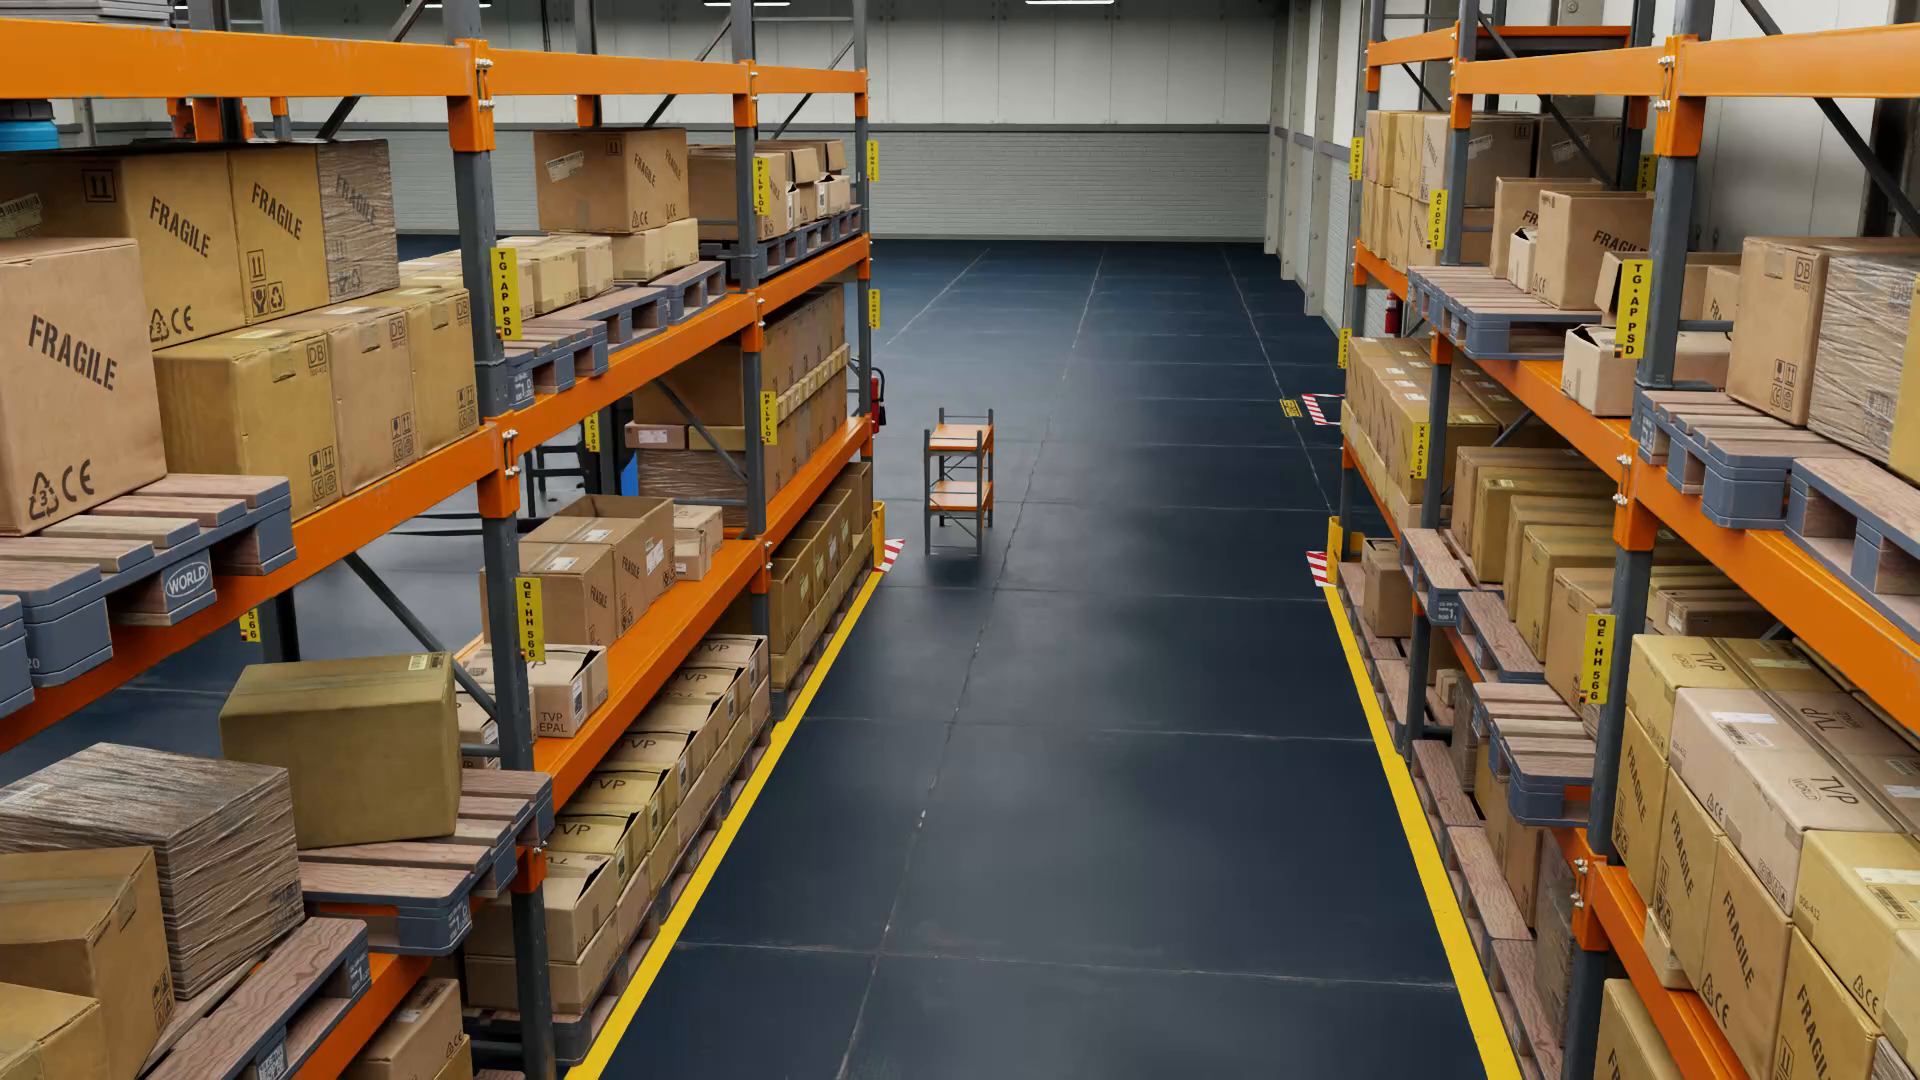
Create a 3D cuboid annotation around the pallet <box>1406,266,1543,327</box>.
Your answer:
[{"bbox_3d":[3.044,-1.286,8.785,1.213,0.211,1.003,2,15,6],"label":"pallet"}]

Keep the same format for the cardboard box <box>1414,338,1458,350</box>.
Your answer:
[{"bbox_3d":[3.828,-1.294,13.013,0.500,0.500,0.500,2,15,6],"label":"cardboard box"}]

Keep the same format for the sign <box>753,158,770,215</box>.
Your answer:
[{"bbox_3d":[-1.163,-2.067,9.718,0.100,0.325,0.005,2,15,6],"label":"sign"}]

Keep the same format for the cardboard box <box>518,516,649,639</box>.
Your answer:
[{"bbox_3d":[-1.922,0.186,8.535,0.500,0.500,0.500,2,15,6],"label":"cardboard box"}]

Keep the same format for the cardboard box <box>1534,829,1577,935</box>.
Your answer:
[{"bbox_3d":[2.971,1.628,7.342,0.700,0.500,0.500,2,15,6],"label":"cardboard box"}]

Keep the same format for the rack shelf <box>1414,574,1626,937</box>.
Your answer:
[{"bbox_3d":[2.993,0.780,7.908,1.077,0.370,4.000,2,15,6],"label":"rack shelf"}]

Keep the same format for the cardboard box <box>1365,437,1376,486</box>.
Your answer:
[{"bbox_3d":[3.133,-0.545,11.680,0.500,0.250,0.500,2,15,7],"label":"cardboard box"}]

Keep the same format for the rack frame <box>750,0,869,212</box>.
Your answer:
[{"bbox_3d":[-1.252,-4.164,13.322,1.000,3.000,0.127,2,15,6],"label":"rack frame"}]

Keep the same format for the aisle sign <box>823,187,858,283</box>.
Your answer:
[{"bbox_3d":[-0.953,-2.531,13.797,0.394,0.787,0.004,2,15,6],"label":"aisle sign"}]

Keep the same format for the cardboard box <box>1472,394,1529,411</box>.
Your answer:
[{"bbox_3d":[3.542,-0.635,10.575,0.500,0.500,0.500,2,15,6],"label":"cardboard box"}]

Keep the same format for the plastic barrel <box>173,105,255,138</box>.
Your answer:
[{"bbox_3d":[-6.102,-3.143,13.666,0.600,0.830,0.708,2,15,6],"label":"plastic barrel"}]

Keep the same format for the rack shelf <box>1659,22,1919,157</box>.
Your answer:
[{"bbox_3d":[2.542,-0.885,3.340,1.077,0.370,4.000,2,15,6],"label":"rack shelf"}]

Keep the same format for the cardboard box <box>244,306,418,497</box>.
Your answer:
[{"bbox_3d":[-2.228,-0.443,5.116,0.910,0.500,0.500,2,15,6],"label":"cardboard box"}]

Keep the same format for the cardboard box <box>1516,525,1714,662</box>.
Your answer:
[{"bbox_3d":[2.929,0.245,7.475,0.700,0.500,0.500,2,15,6],"label":"cardboard box"}]

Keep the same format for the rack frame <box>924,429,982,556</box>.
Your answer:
[{"bbox_3d":[-0.058,-0.409,14.521,0.500,1.125,0.032,2,15,6],"label":"rack frame"}]

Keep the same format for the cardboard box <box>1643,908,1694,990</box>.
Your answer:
[{"bbox_3d":[2.349,1.273,5.149,0.380,0.149,0.250,2,15,8],"label":"cardboard box"}]

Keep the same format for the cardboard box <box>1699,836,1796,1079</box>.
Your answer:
[{"bbox_3d":[2.333,1.133,4.426,0.500,0.500,0.500,2,15,6],"label":"cardboard box"}]

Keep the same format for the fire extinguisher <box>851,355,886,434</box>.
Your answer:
[{"bbox_3d":[-0.777,-1.248,14.178,0.296,0.674,0.183,2,15,6],"label":"fire extinguisher"}]

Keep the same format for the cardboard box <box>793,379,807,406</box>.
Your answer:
[{"bbox_3d":[-1.309,-1.058,11.893,0.380,0.149,0.250,2,15,6],"label":"cardboard box"}]

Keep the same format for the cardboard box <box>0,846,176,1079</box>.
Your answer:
[{"bbox_3d":[-2.468,1.133,4.228,0.700,0.500,0.500,-2,15,-8],"label":"cardboard box"}]

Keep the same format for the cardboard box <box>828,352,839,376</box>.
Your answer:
[{"bbox_3d":[-1.163,-1.390,13.124,0.380,0.149,0.250,1,15,5],"label":"cardboard box"}]

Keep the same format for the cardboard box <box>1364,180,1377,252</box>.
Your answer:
[{"bbox_3d":[3.288,-2.411,12.357,0.500,0.500,0.500,3,15,10],"label":"cardboard box"}]

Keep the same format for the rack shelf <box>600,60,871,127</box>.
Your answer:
[{"bbox_3d":[-1.478,-3.105,11.550,1.077,0.370,4.000,2,15,6],"label":"rack shelf"}]

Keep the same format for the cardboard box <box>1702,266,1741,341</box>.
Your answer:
[{"bbox_3d":[3.077,-0.734,6.154,0.500,0.500,0.500,2,15,6],"label":"cardboard box"}]

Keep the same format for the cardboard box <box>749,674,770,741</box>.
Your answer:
[{"bbox_3d":[-1.462,1.010,10.143,0.500,0.250,0.500,2,15,6],"label":"cardboard box"}]

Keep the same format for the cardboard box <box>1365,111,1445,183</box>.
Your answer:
[{"bbox_3d":[3.279,-2.890,12.213,0.500,0.500,0.500,2,15,6],"label":"cardboard box"}]

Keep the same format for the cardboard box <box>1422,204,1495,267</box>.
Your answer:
[{"bbox_3d":[3.031,-1.731,9.839,0.500,0.500,0.500,2,15,8],"label":"cardboard box"}]

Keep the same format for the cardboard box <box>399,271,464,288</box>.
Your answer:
[{"bbox_3d":[-2.160,-0.891,6.446,0.500,0.250,0.500,1,15,2],"label":"cardboard box"}]

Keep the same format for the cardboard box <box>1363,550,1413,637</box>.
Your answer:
[{"bbox_3d":[3.306,0.385,11.939,0.700,0.500,0.500,1,15,3],"label":"cardboard box"}]

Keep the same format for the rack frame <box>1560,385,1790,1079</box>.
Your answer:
[{"bbox_3d":[2.768,0.952,5.896,1.000,3.000,0.127,2,15,6],"label":"rack frame"}]

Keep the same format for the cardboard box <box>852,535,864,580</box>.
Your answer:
[{"bbox_3d":[-1.063,0.134,13.382,0.500,0.250,0.500,2,15,6],"label":"cardboard box"}]

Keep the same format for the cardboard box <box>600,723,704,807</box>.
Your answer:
[{"bbox_3d":[-1.636,1.131,8.620,0.500,0.311,0.500,2,15,6],"label":"cardboard box"}]

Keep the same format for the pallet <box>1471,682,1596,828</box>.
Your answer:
[{"bbox_3d":[2.742,0.856,6.616,1.213,0.211,1.003,2,15,6],"label":"pallet"}]

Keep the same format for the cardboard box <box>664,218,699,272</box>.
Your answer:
[{"bbox_3d":[-1.782,-1.649,9.252,0.500,0.250,0.500,3,15,12],"label":"cardboard box"}]

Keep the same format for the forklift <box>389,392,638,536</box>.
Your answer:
[{"bbox_3d":[-3.549,-1.407,14.749,3.031,2.935,1.130,-2,15,-8],"label":"forklift"}]

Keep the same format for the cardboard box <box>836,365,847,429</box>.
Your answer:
[{"bbox_3d":[-1.317,-1.196,13.646,0.700,0.500,0.500,2,15,6],"label":"cardboard box"}]

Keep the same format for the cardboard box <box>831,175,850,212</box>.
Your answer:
[{"bbox_3d":[-1.120,-2.608,12.527,0.500,0.250,0.500,2,15,6],"label":"cardboard box"}]

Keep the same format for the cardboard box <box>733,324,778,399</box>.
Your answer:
[{"bbox_3d":[-1.604,-1.152,10.997,0.700,0.500,0.500,2,15,6],"label":"cardboard box"}]

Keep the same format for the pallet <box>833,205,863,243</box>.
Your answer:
[{"bbox_3d":[-1.358,-2.491,13.050,1.003,0.211,1.213,2,15,6],"label":"pallet"}]

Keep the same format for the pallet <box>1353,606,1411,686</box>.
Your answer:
[{"bbox_3d":[3.395,0.768,11.918,1.003,0.211,1.213,2,15,6],"label":"pallet"}]

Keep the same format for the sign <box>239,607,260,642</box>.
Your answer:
[{"bbox_3d":[-2.707,0.232,6.338,0.100,0.325,0.005,2,15,6],"label":"sign"}]

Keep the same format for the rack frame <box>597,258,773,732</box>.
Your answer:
[{"bbox_3d":[-1.703,-0.231,10.268,1.000,3.000,0.127,2,15,6],"label":"rack frame"}]

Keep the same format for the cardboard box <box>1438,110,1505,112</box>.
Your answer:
[{"bbox_3d":[3.882,-2.992,12.589,0.500,0.500,0.500,2,15,9],"label":"cardboard box"}]

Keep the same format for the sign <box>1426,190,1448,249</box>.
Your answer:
[{"bbox_3d":[2.679,-1.797,9.325,0.100,0.325,0.005,2,15,6],"label":"sign"}]

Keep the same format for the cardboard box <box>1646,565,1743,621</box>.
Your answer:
[{"bbox_3d":[2.798,0.204,6.385,0.380,0.149,0.250,-1,15,-3],"label":"cardboard box"}]

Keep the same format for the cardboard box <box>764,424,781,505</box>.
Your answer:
[{"bbox_3d":[-1.607,-0.531,11.188,0.700,0.500,0.500,2,15,6],"label":"cardboard box"}]

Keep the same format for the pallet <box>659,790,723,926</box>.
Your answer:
[{"bbox_3d":[-1.883,1.625,8.748,1.003,0.211,1.213,2,15,6],"label":"pallet"}]

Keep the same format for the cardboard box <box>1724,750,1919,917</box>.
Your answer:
[{"bbox_3d":[2.348,0.768,4.340,0.500,0.250,0.500,2,15,7],"label":"cardboard box"}]

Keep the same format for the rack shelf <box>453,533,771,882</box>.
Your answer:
[{"bbox_3d":[-1.929,0.635,8.444,1.077,0.370,4.000,2,15,6],"label":"rack shelf"}]

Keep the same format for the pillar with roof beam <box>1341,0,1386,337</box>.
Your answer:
[{"bbox_3d":[1.527,-7.051,23.999,9.100,9.000,0.400,2,15,6],"label":"pillar with roof beam"}]

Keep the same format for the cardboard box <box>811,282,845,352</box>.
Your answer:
[{"bbox_3d":[-1.323,-1.808,13.425,0.700,0.500,0.500,2,15,6],"label":"cardboard box"}]

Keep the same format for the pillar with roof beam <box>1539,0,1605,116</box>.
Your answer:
[{"bbox_3d":[0.173,-3.939,12.489,9.100,9.000,0.400,2,15,6],"label":"pillar with roof beam"}]

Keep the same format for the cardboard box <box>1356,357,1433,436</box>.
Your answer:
[{"bbox_3d":[3.188,-1.046,12.095,0.500,0.500,0.500,1,15,4],"label":"cardboard box"}]

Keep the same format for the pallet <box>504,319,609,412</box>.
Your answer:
[{"bbox_3d":[-2.167,-0.729,6.725,1.213,0.211,1.003,2,15,9],"label":"pallet"}]

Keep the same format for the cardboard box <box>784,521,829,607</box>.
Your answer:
[{"bbox_3d":[-1.227,0.162,11.844,0.500,0.500,0.500,2,15,6],"label":"cardboard box"}]

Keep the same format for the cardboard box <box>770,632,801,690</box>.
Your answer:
[{"bbox_3d":[-1.350,0.783,10.984,0.500,0.250,0.500,2,15,6],"label":"cardboard box"}]

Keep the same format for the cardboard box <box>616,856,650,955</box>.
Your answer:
[{"bbox_3d":[-1.748,1.674,7.688,0.500,0.250,0.500,1,15,5],"label":"cardboard box"}]

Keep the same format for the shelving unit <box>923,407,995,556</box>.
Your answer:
[{"bbox_3d":[-0.001,-0.541,15.009,0.538,1.125,1.048,2,15,6],"label":"shelving unit"}]
